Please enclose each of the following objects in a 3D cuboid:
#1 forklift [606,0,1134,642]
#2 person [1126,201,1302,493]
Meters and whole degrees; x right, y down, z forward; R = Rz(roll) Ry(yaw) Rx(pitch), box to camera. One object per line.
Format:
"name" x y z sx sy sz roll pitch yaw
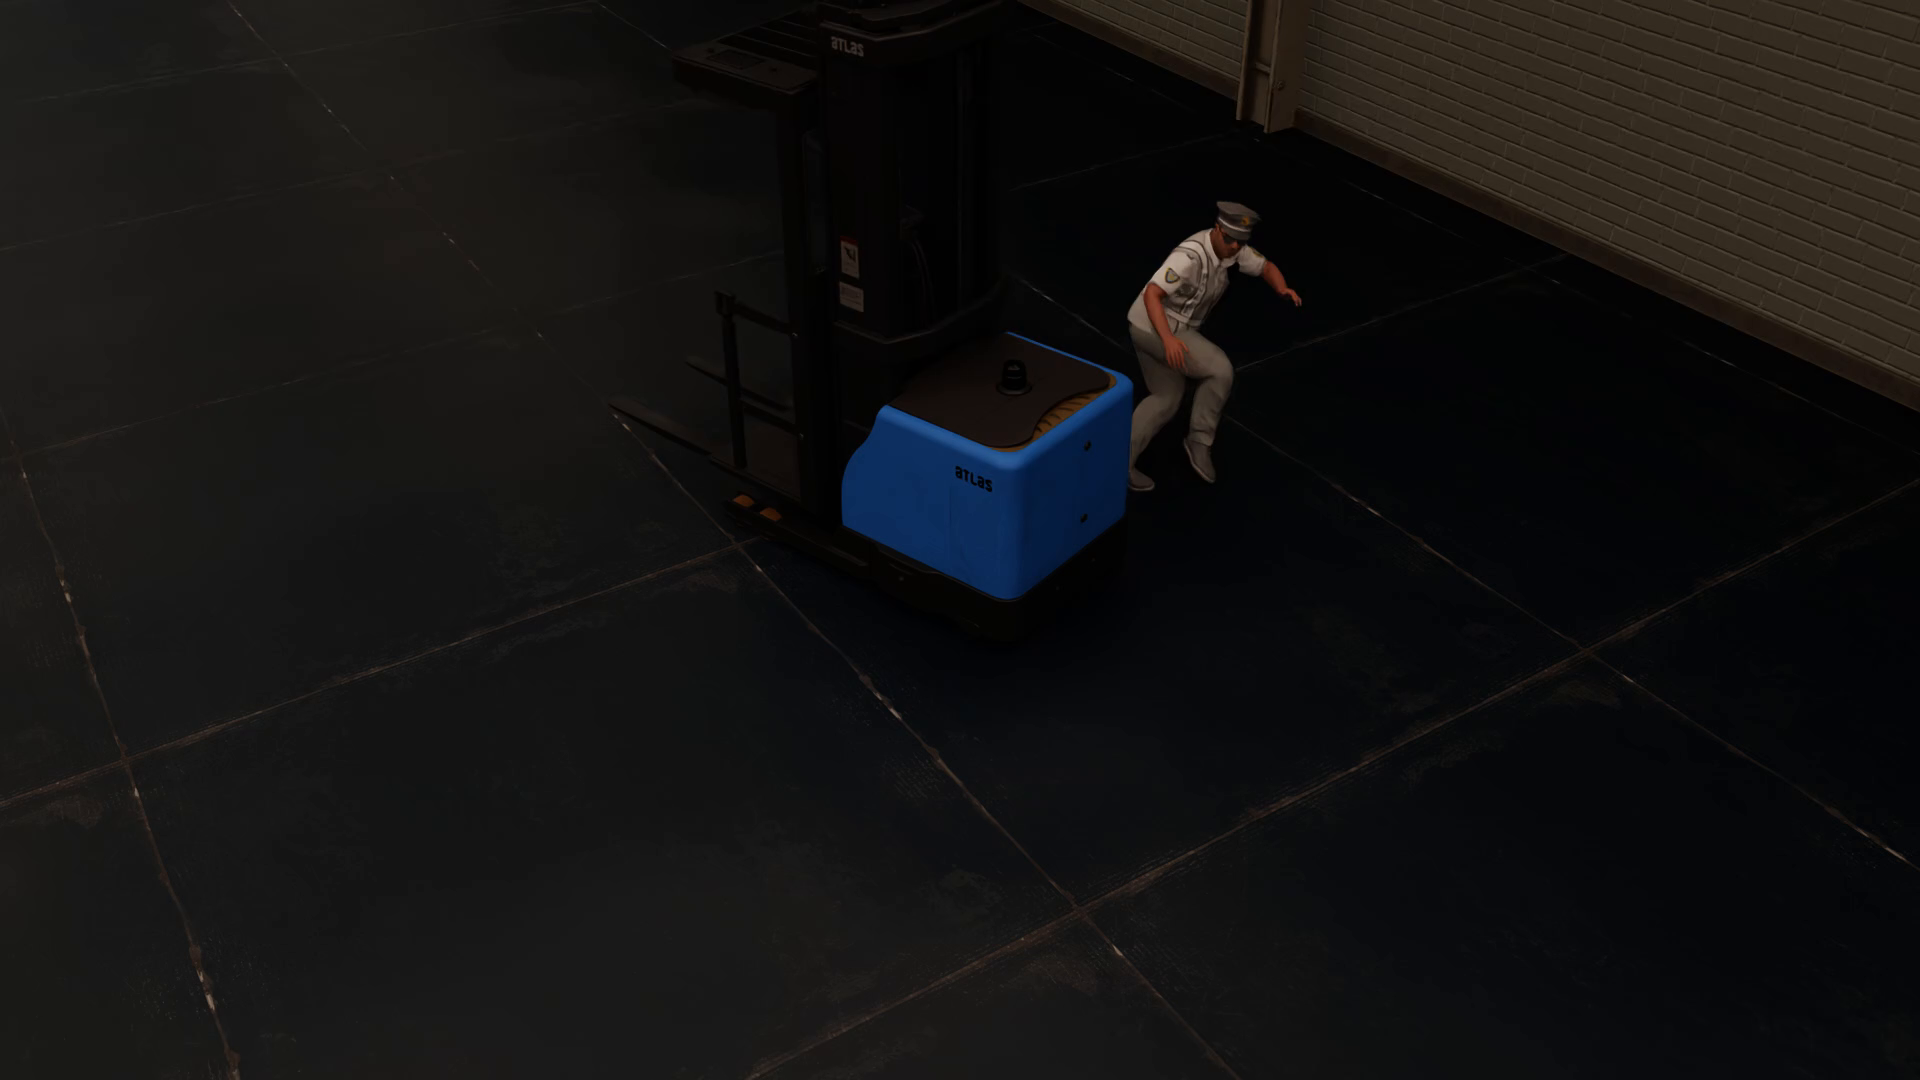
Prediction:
"forklift" -0.620 -1.412 8.157 3.031 2.935 1.130 25 42 31
"person" 1.293 -1.040 8.864 0.935 1.516 1.000 14 37 19
